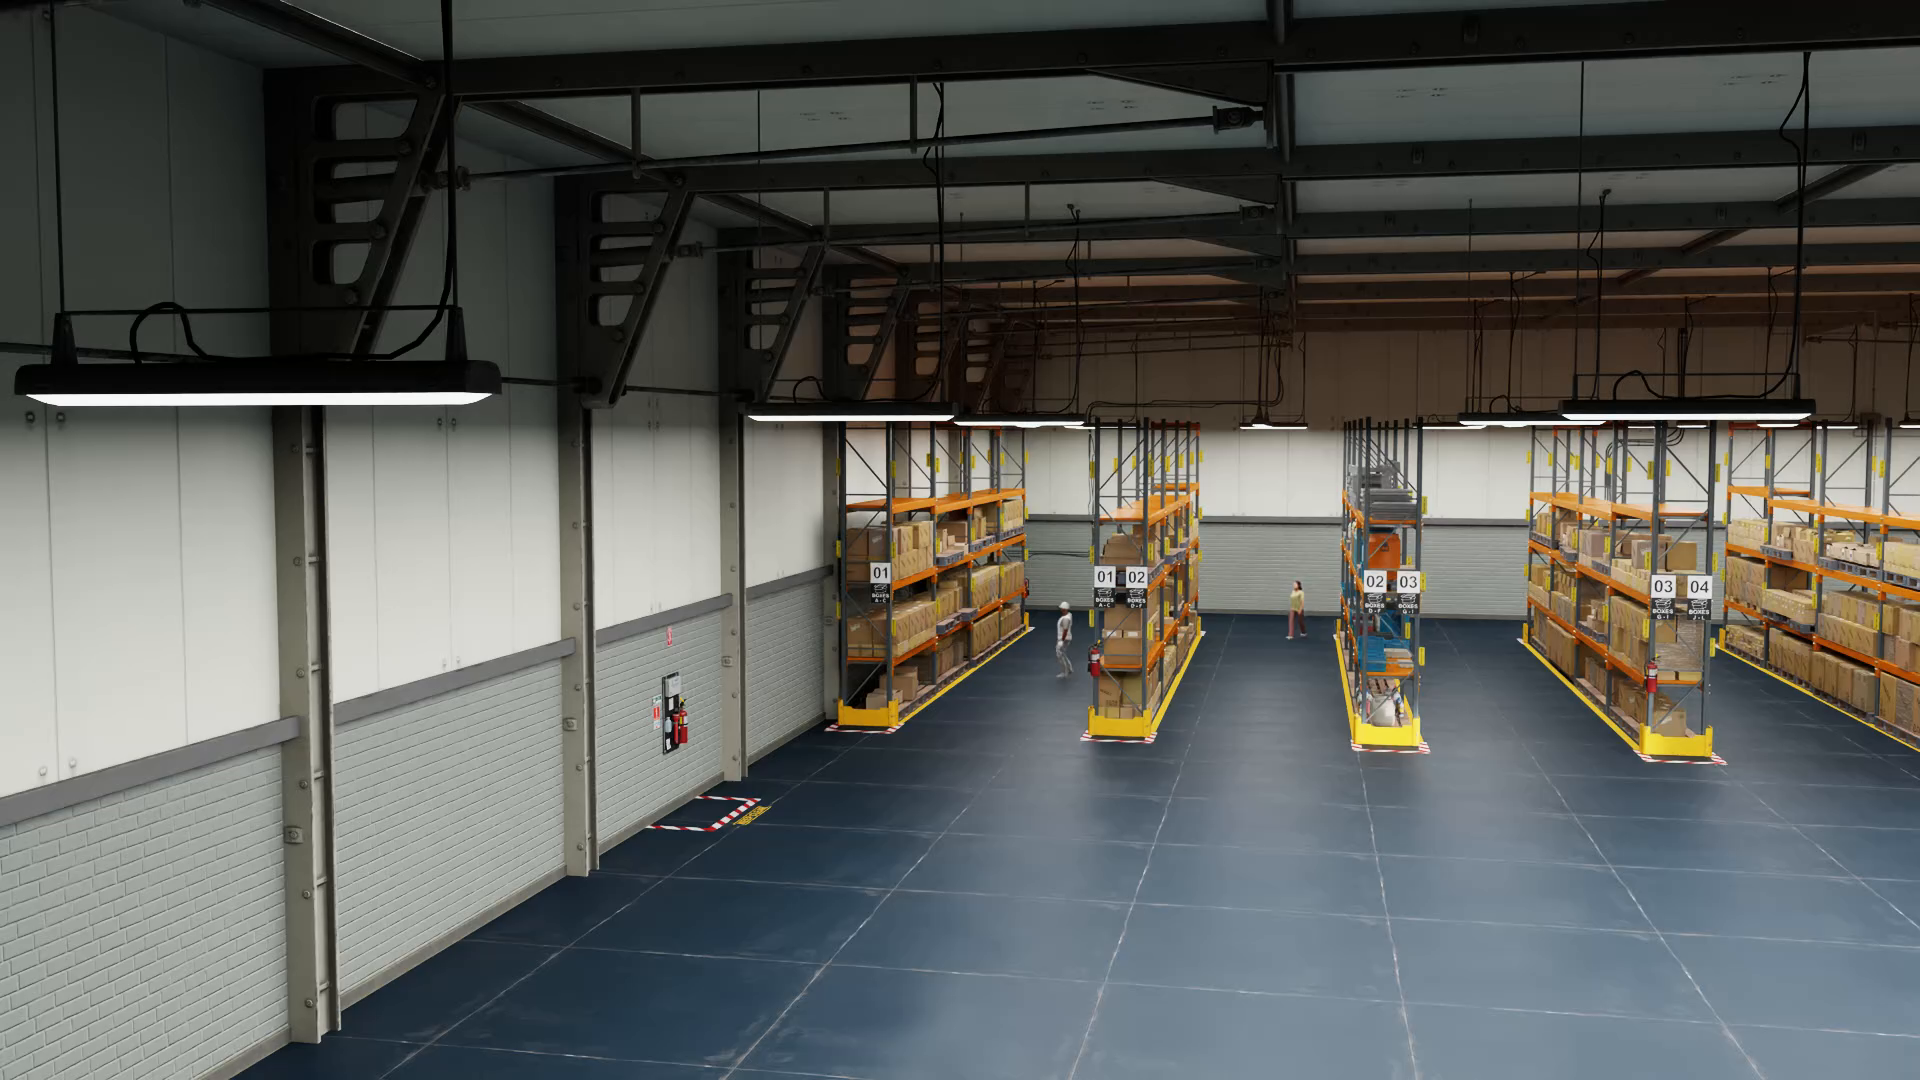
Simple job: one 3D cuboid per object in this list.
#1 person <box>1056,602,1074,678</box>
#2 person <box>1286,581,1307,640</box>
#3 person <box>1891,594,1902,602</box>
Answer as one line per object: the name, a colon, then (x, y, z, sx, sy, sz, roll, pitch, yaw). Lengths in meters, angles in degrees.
person: (2.435, 2.322, 38.605, 0.453, 1.788, 0.656, 0, 4, 0)
person: (9.313, 1.937, 45.944, 0.456, 1.622, 1.038, 2, 4, 31)
person: (23.685, 2.173, 42.123, 0.376, 1.670, 0.550, 3, 5, 40)
